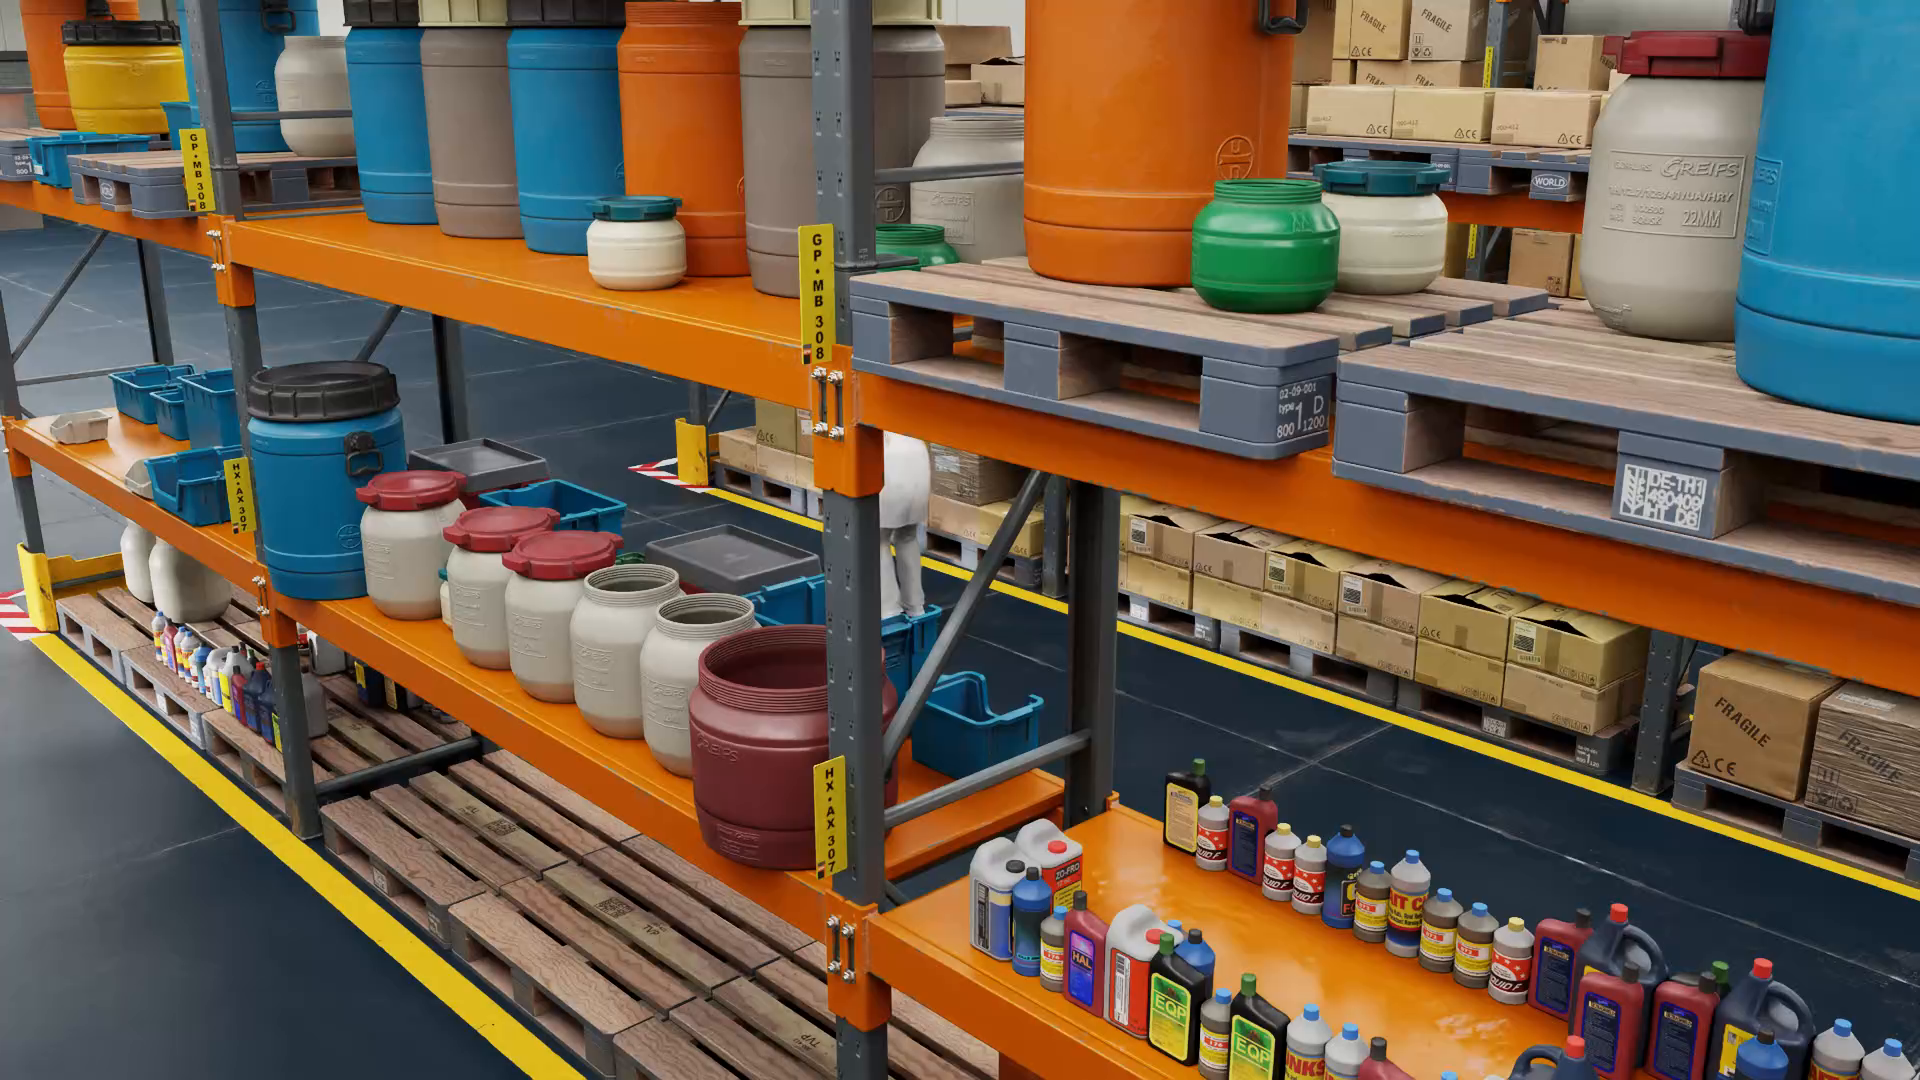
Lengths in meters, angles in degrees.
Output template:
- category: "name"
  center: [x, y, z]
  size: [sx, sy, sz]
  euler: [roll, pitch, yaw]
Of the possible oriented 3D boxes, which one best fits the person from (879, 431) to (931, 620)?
- category: "person"
  center: [-0.465, -0.358, 10.310]
  size: [0.534, 1.742, 0.603]
  euler: [-15, 23, -41]
